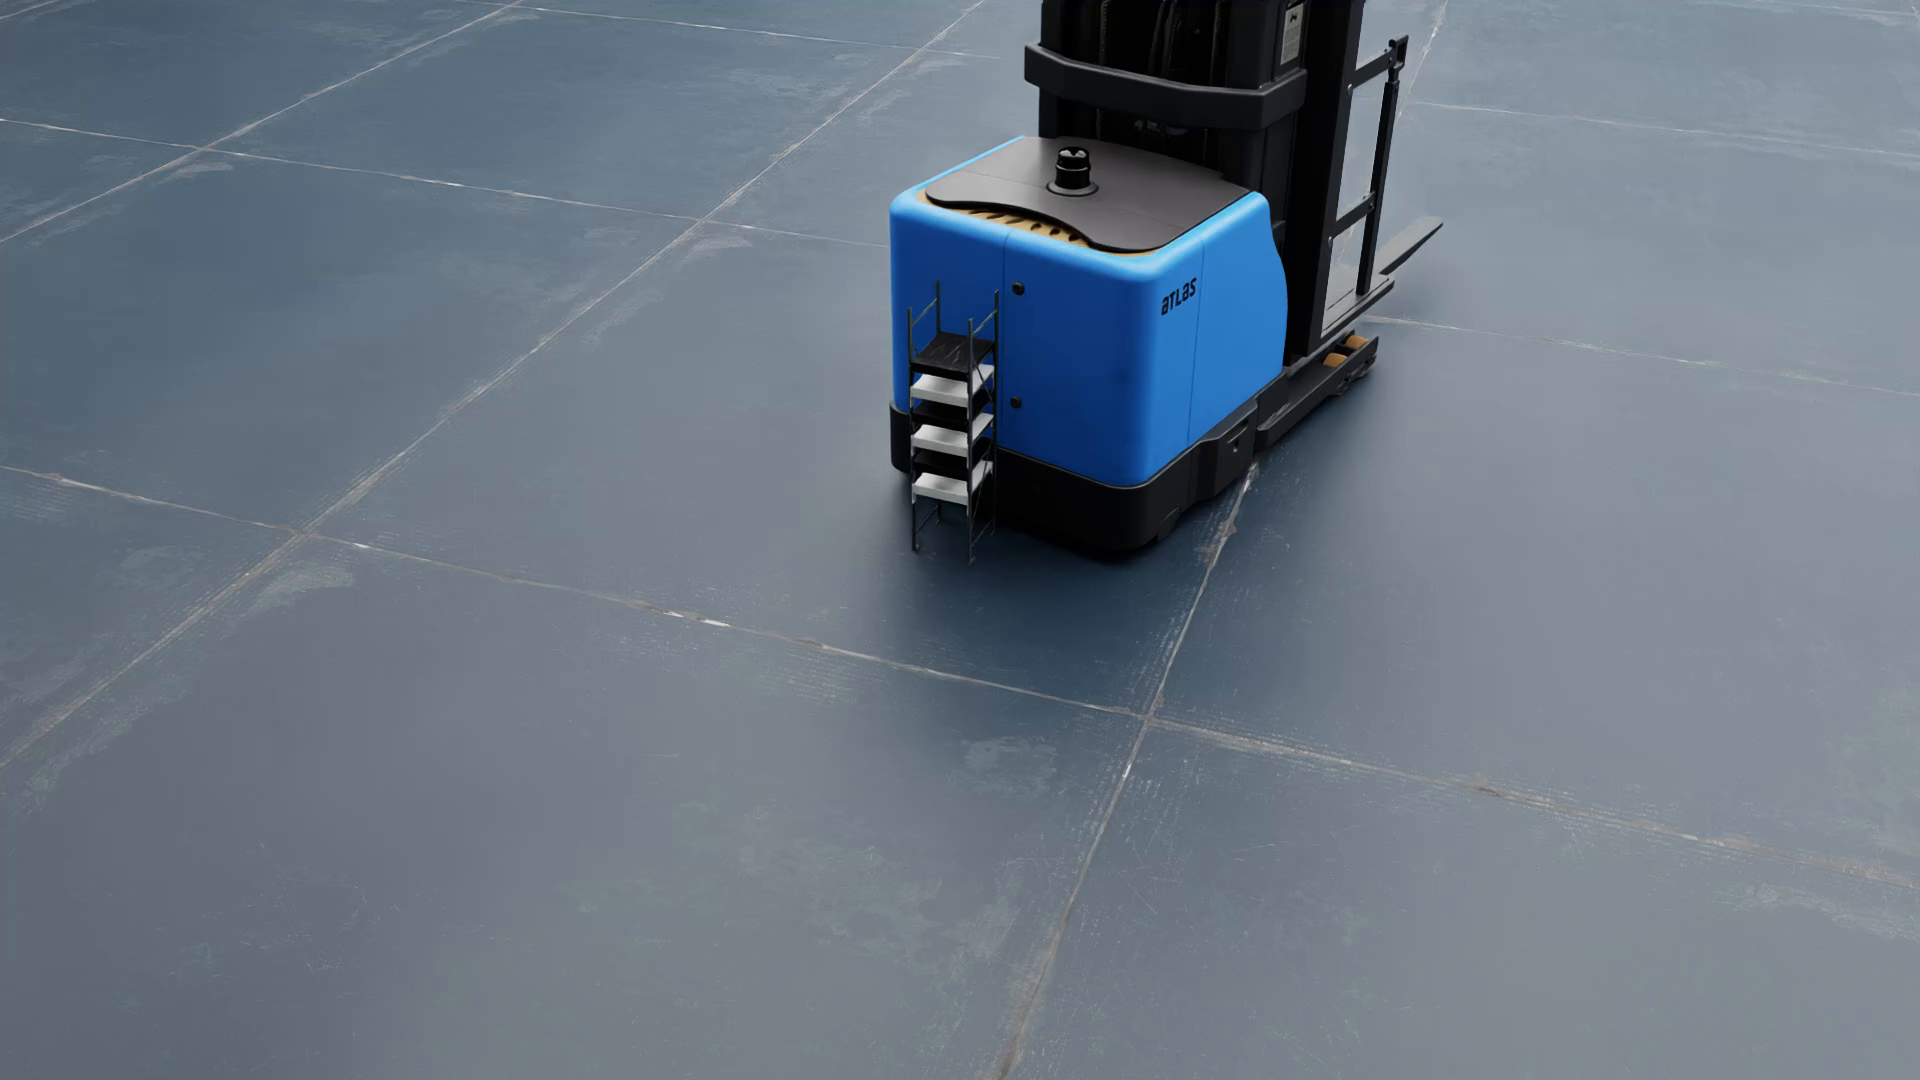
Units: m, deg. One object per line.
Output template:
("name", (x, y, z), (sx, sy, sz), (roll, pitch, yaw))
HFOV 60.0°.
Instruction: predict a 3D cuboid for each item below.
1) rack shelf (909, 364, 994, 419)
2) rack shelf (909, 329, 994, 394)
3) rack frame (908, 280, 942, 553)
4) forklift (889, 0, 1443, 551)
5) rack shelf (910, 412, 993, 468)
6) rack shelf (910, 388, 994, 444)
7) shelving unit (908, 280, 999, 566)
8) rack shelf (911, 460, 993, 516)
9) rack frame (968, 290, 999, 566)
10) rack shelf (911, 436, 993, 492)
("rack shelf", (-0.019, -0.496, 5.354), (0.200, 0.077, 0.258), (13, 35, 19))
("rack shelf", (-0.019, -0.571, 5.305), (0.200, 0.077, 0.258), (13, 35, 19))
("rack frame", (-0.113, -0.394, 5.467), (0.006, 0.900, 0.240), (13, 35, 19))
("forklift", (1.026, -1.942, 5.992), (1.130, 2.935, 3.031), (22, 39, 30))
("rack shelf", (-0.019, -0.345, 5.452), (0.200, 0.077, 0.258), (13, 35, 19))
("rack shelf", (-0.019, -0.420, 5.403), (0.200, 0.077, 0.258), (13, 35, 19))
("shelving unit", (-0.019, -0.373, 5.434), (0.210, 0.900, 0.258), (13, 35, 19))
("rack shelf", (-0.019, -0.194, 5.550), (0.200, 0.077, 0.258), (13, 35, 19))
("rack frame", (0.075, -0.351, 5.401), (0.006, 0.900, 0.240), (13, 35, 19))
("rack shelf", (-0.019, -0.269, 5.501), (0.200, 0.077, 0.258), (13, 35, 19))
